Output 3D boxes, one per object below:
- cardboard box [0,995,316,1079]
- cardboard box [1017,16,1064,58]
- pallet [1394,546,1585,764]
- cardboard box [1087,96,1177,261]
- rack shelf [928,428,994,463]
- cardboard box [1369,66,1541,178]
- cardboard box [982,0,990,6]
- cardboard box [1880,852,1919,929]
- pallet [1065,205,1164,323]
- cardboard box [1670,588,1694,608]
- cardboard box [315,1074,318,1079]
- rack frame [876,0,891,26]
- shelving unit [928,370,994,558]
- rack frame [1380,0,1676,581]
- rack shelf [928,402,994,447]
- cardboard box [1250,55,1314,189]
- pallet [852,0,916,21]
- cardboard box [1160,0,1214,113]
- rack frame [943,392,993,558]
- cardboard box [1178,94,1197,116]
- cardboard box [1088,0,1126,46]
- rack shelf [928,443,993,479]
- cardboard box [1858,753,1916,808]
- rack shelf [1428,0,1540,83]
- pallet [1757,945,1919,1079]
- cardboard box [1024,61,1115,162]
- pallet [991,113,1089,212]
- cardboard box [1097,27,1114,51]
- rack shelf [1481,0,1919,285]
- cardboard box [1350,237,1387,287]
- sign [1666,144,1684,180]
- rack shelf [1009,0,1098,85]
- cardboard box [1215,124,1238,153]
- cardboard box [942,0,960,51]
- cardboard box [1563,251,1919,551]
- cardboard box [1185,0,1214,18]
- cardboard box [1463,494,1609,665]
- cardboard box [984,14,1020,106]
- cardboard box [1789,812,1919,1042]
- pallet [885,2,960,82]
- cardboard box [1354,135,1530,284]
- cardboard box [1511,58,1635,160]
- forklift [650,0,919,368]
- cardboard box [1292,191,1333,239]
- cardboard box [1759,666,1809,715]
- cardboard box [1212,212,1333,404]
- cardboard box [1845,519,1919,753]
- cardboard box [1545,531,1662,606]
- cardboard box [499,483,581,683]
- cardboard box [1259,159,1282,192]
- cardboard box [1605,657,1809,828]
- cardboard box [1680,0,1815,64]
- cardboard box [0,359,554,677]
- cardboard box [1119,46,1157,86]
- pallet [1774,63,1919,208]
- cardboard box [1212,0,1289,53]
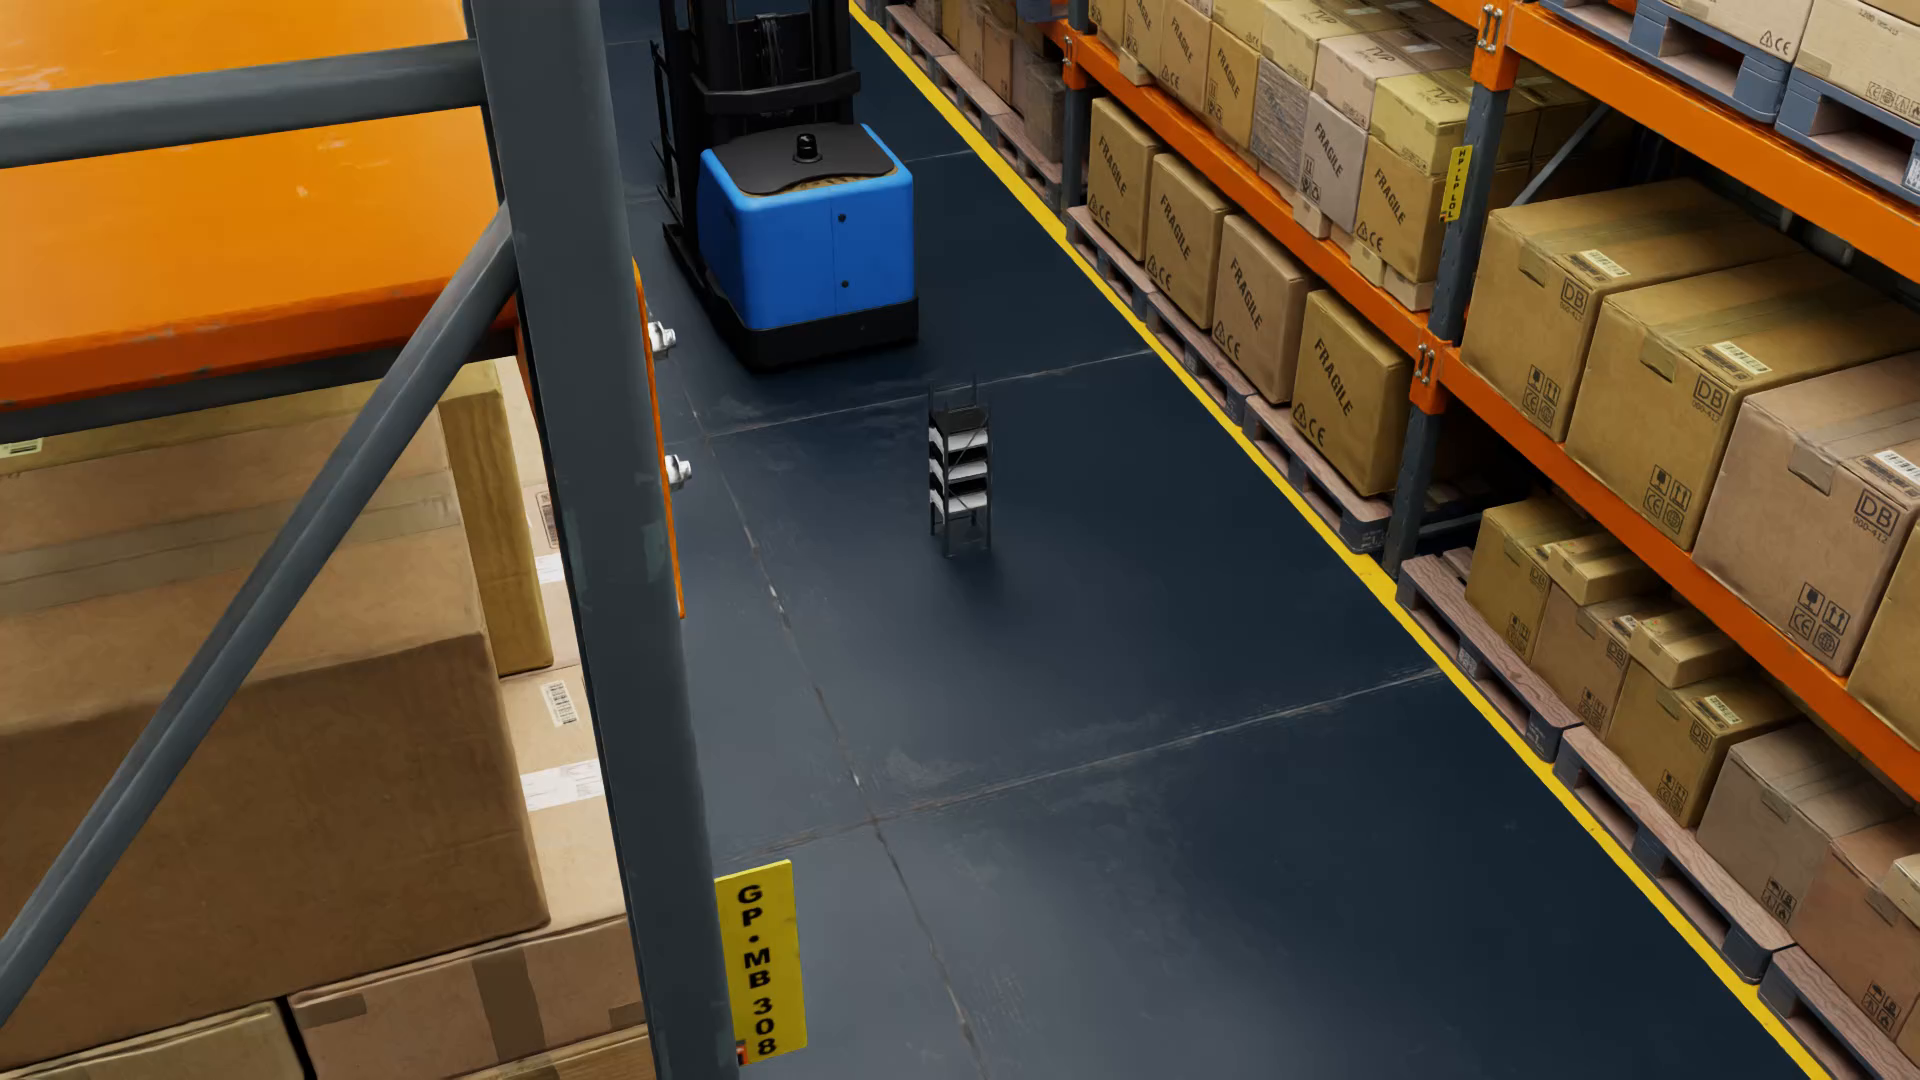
[{"bbox_3d":[-1.156,0.572,2.213,0.500,0.250,0.500,-12,39,-16],"label":"cardboard box"},{"bbox_3d":[0.723,-3.607,11.634,0.500,0.250,0.500,-12,39,-15],"label":"cardboard box"},{"bbox_3d":[2.722,0.420,7.517,1.003,0.211,1.213,-12,39,-16],"label":"pallet"},{"bbox_3d":[1.287,-2.266,10.203,0.750,0.750,0.750,-13,39,-17],"label":"cardboard box"},{"bbox_3d":[0.003,-0.472,7.885,0.258,0.077,0.200,-12,39,-16],"label":"rack shelf"},{"bbox_3d":[2.132,-1.817,7.199,0.500,0.250,0.500,-12,38,-15],"label":"cardboard box"},{"bbox_3d":[0.387,-4.182,12.398,0.500,0.250,0.500,-14,39,-17],"label":"cardboard box"},{"bbox_3d":[3.271,1.138,5.436,0.380,0.149,0.250,-11,38,-15],"label":"cardboard box"},{"bbox_3d":[1.357,-1.825,10.497,1.003,0.211,1.213,-12,39,-16],"label":"pallet"},{"bbox_3d":[3.105,0.198,6.683,0.380,0.149,0.250,-14,39,-17],"label":"cardboard box"},{"bbox_3d":[-1.164,0.774,2.361,0.500,0.250,0.500,-12,39,-16],"label":"cardboard box"},{"bbox_3d":[-0.220,-5.659,13.270,1.000,3.000,0.127,-12,39,-16],"label":"rack frame"},{"bbox_3d":[0.003,-0.355,7.973,0.258,0.900,0.210,-12,39,-16],"label":"shelving unit"},{"bbox_3d":[2.533,-1.140,7.270,1.000,3.000,0.127,-12,39,-16],"label":"rack frame"},{"bbox_3d":[0.003,-0.544,7.831,0.258,0.077,0.200,-12,39,-16],"label":"rack shelf"},{"bbox_3d":[1.788,-2.087,8.180,0.500,0.500,0.500,-12,39,-16],"label":"cardboard box"},{"bbox_3d":[-0.484,-4.917,14.603,1.003,0.211,1.213,-12,39,-16],"label":"pallet"},{"bbox_3d":[1.425,-2.660,8.942,0.500,0.500,0.500,-13,39,-16],"label":"cardboard box"},{"bbox_3d":[0.038,-0.297,7.897,0.240,0.900,0.006,-12,39,-16],"label":"rack frame"},{"bbox_3d":[1.443,-2.500,9.268,0.380,0.149,0.250,-12,39,-15],"label":"cardboard box"},{"bbox_3d":[1.084,-3.239,9.710,0.500,0.500,0.500,-11,38,-15],"label":"cardboard box"},{"bbox_3d":[0.003,-0.400,7.939,0.258,0.077,0.200,-12,39,-16],"label":"rack shelf"},{"bbox_3d":[3.457,0.775,5.918,0.380,0.149,0.250,-12,39,-15],"label":"cardboard box"},{"bbox_3d":[1.845,-3.180,8.084,1.077,0.370,4.000,-12,39,-16],"label":"rack shelf"},{"bbox_3d":[3.561,1.798,5.687,1.003,0.211,1.213,-12,39,-16],"label":"pallet"},{"bbox_3d":[0.860,-2.973,11.415,0.700,0.500,0.500,-12,39,-15],"label":"cardboard box"},{"bbox_3d":[0.889,-2.727,11.695,1.003,0.211,1.213,-12,39,-16],"label":"pallet"},{"bbox_3d":[1.053,-3.073,10.029,0.380,0.149,0.250,-13,39,-17],"label":"cardboard box"},{"bbox_3d":[3.222,-0.921,5.084,1.077,0.370,4.000,-12,39,-16],"label":"rack shelf"},{"bbox_3d":[2.042,-1.318,7.698,0.380,0.149,0.250,-12,39,-15],"label":"cardboard box"},{"bbox_3d":[3.054,-1.633,7.140,0.100,0.325,0.005,-12,39,-16],"label":"sign"},{"bbox_3d":[0.469,-4.242,11.986,1.077,0.370,4.000,-12,39,-16],"label":"rack shelf"},{"bbox_3d":[1.591,-2.209,8.882,0.380,0.149,0.250,-12,39,-16],"label":"cardboard box"},{"bbox_3d":[0.274,-4.143,12.968,0.700,0.500,0.500,-13,39,-17],"label":"cardboard box"},{"bbox_3d":[2.951,-0.536,6.220,0.980,0.700,0.700,-13,39,-17],"label":"cardboard box"},{"bbox_3d":[1.432,-2.971,8.731,0.500,0.250,0.500,-12,39,-16],"label":"cardboard box"},{"bbox_3d":[2.694,0.135,7.307,0.700,0.500,0.500,-12,39,-15],"label":"cardboard box"},{"bbox_3d":[0.594,-3.563,12.199,0.700,0.500,0.500,-13,39,-16],"label":"cardboard box"},{"bbox_3d":[3.403,1.293,5.769,0.700,0.500,0.500,-13,39,-16],"label":"cardboard box"},{"bbox_3d":[0.050,-4.106,13.525,1.003,0.211,1.213,-12,39,-16],"label":"pallet"},{"bbox_3d":[2.138,-1.515,7.421,0.500,0.500,0.500,-13,39,-17],"label":"cardboard box"},{"bbox_3d":[2.620,-1.920,7.336,0.500,0.250,0.500,-11,38,-15],"label":"cardboard box"},{"bbox_3d":[-1.270,-3.033,9.841,1.130,2.935,3.031,-14,39,-18],"label":"forklift"},{"bbox_3d":[1.849,-1.610,8.087,0.380,0.149,0.250,-12,39,-16],"label":"cardboard box"},{"bbox_3d":[3.281,0.487,6.300,0.380,0.149,0.250,-13,39,-17],"label":"cardboard box"},{"bbox_3d":[1.879,-1.291,8.908,0.750,0.750,0.750,-11,38,-15],"label":"cardboard box"},{"bbox_3d":[3.464,0.305,5.102,0.980,0.700,0.700,-13,39,-16],"label":"cardboard box"},{"bbox_3d":[2.641,0.107,6.805,0.380,0.149,0.250,-11,38,-14],"label":"cardboard box"},{"bbox_3d":[-0.838,0.182,2.732,0.500,0.250,0.500,-12,39,-16],"label":"cardboard box"},{"bbox_3d":[1.755,-1.907,8.480,0.380,0.149,0.250,-13,39,-17],"label":"cardboard box"},{"bbox_3d":[3.039,0.709,6.544,0.700,0.500,0.500,-12,39,-15],"label":"cardboard box"},{"bbox_3d":[2.686,-1.750,5.280,0.500,0.250,0.500,-13,39,-17],"label":"cardboard box"},{"bbox_3d":[-1.025,-0.077,2.451,0.700,0.500,0.500,-12,39,-16],"label":"cardboard box"},{"bbox_3d":[1.143,-2.761,9.615,0.380,0.149,0.250,-11,38,-15],"label":"cardboard box"},{"bbox_3d":[3.221,-1.150,4.864,1.003,0.211,1.213,-12,39,-16],"label":"pallet"},{"bbox_3d":[1.614,-2.684,8.350,0.500,0.250,0.500,-13,39,-17],"label":"cardboard box"}]
